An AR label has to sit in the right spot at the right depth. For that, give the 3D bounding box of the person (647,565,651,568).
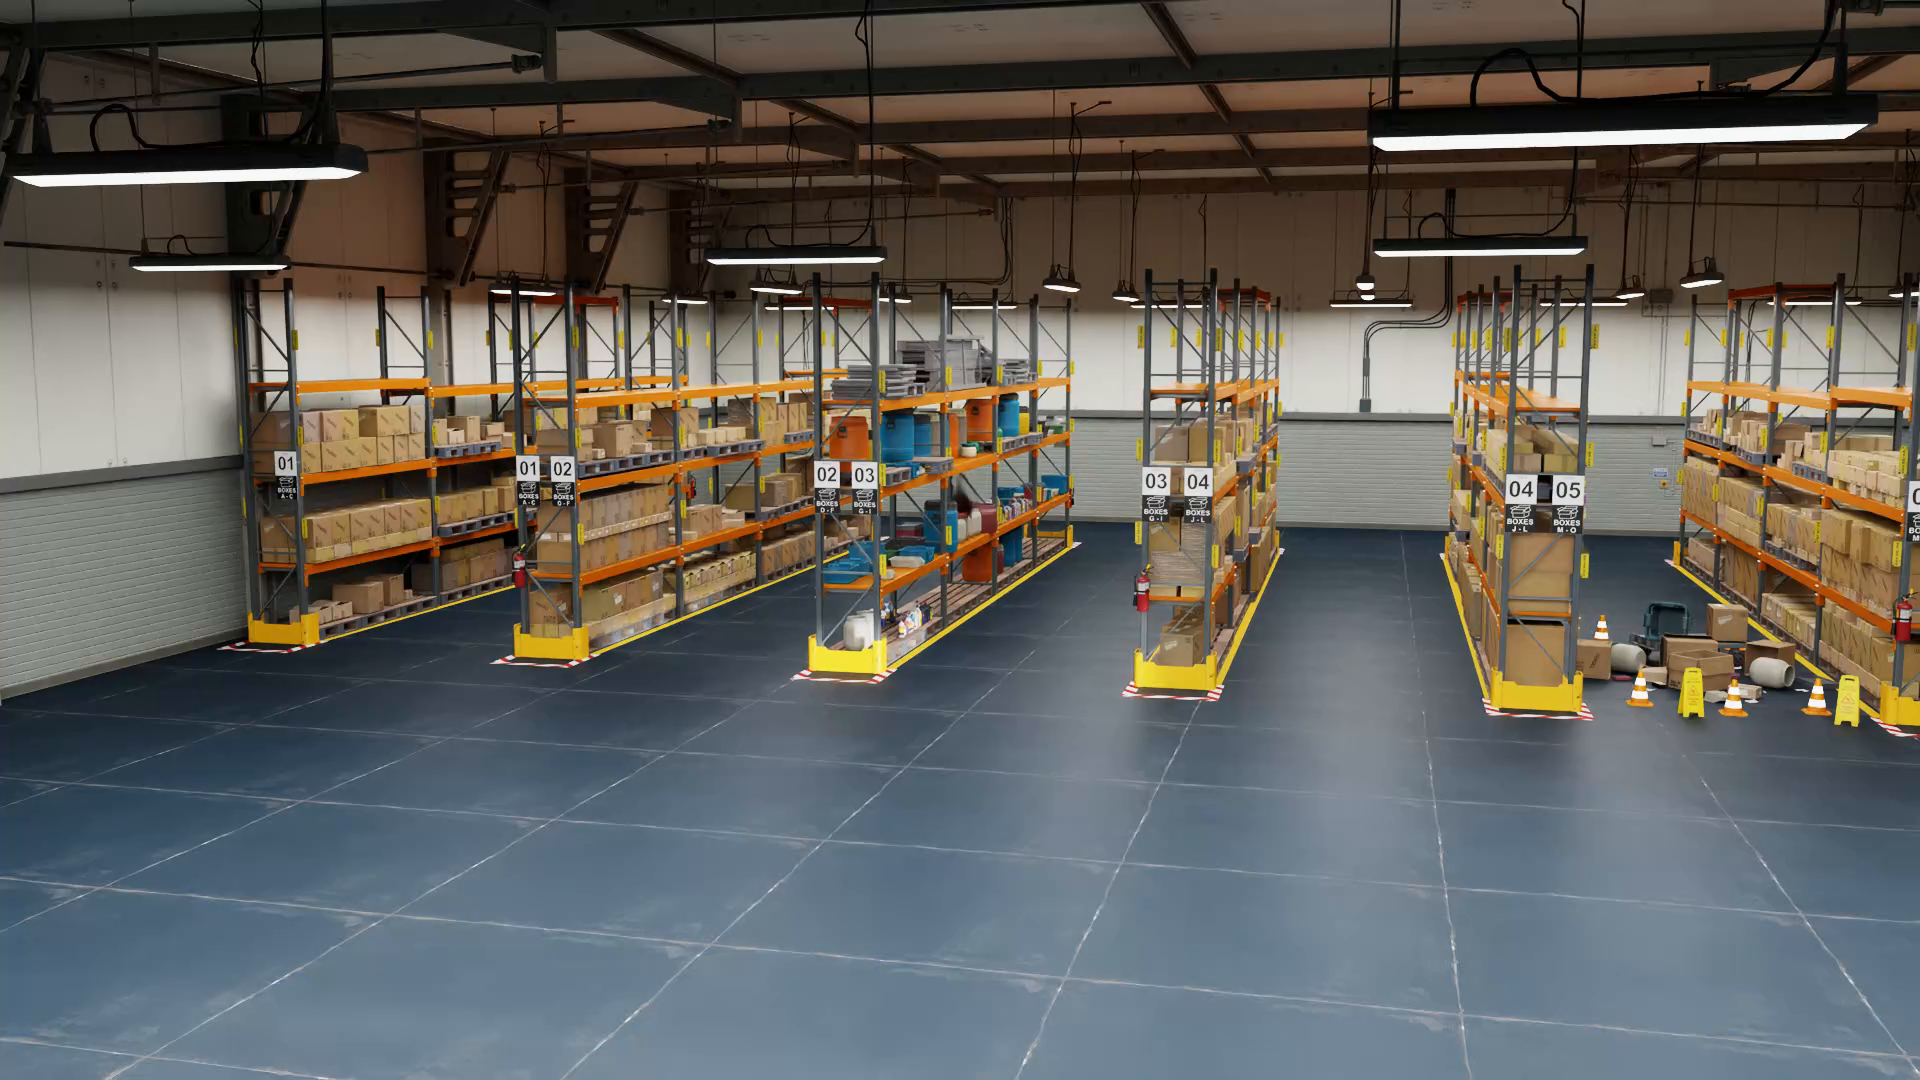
[{"bbox_3d":[-6.715,0.007,34.359,0.692,1.694,0.995,1,7,12],"label":"person"}]
